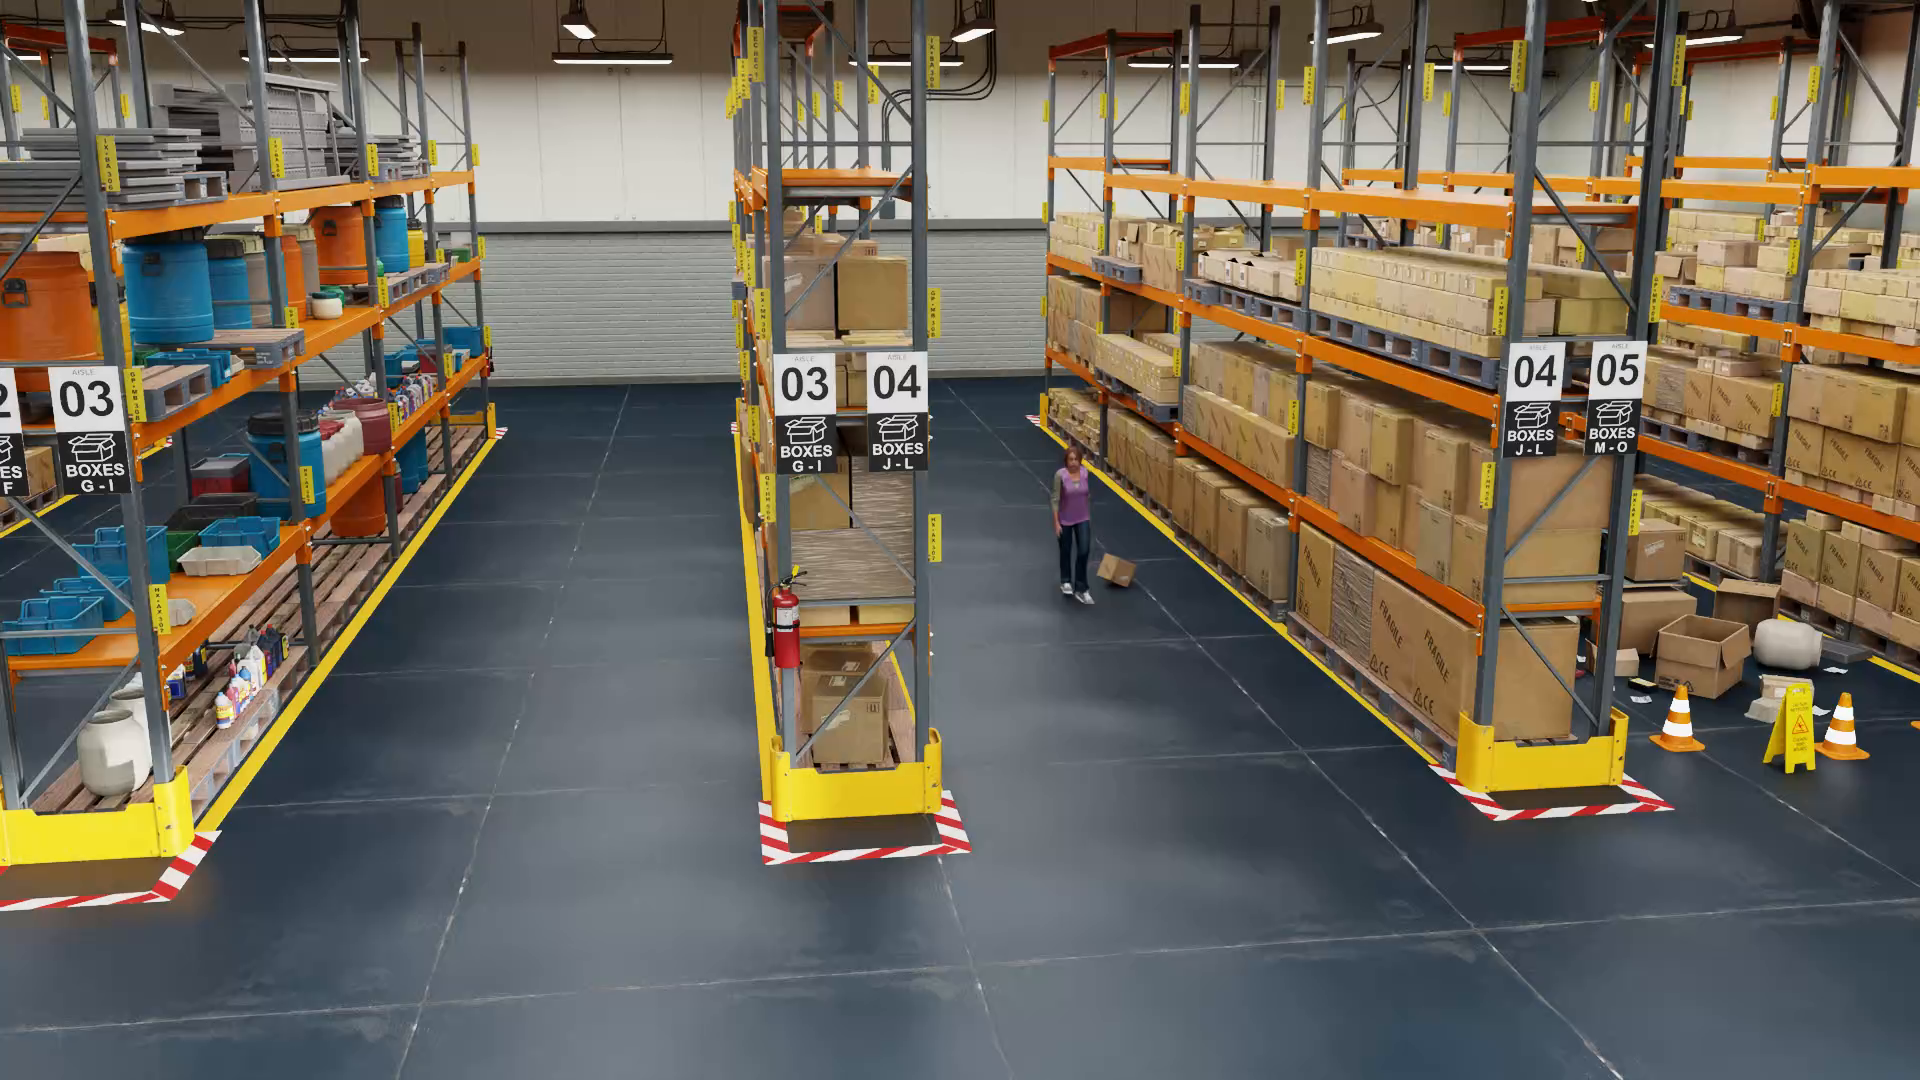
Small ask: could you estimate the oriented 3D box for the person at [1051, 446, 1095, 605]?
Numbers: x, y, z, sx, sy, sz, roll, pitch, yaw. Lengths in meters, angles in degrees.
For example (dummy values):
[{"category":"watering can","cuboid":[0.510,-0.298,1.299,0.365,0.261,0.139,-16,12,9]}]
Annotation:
[{"category":"person","cuboid":[1.117,-0.168,16.761,0.442,1.623,0.585,-2,14,-9]}]
